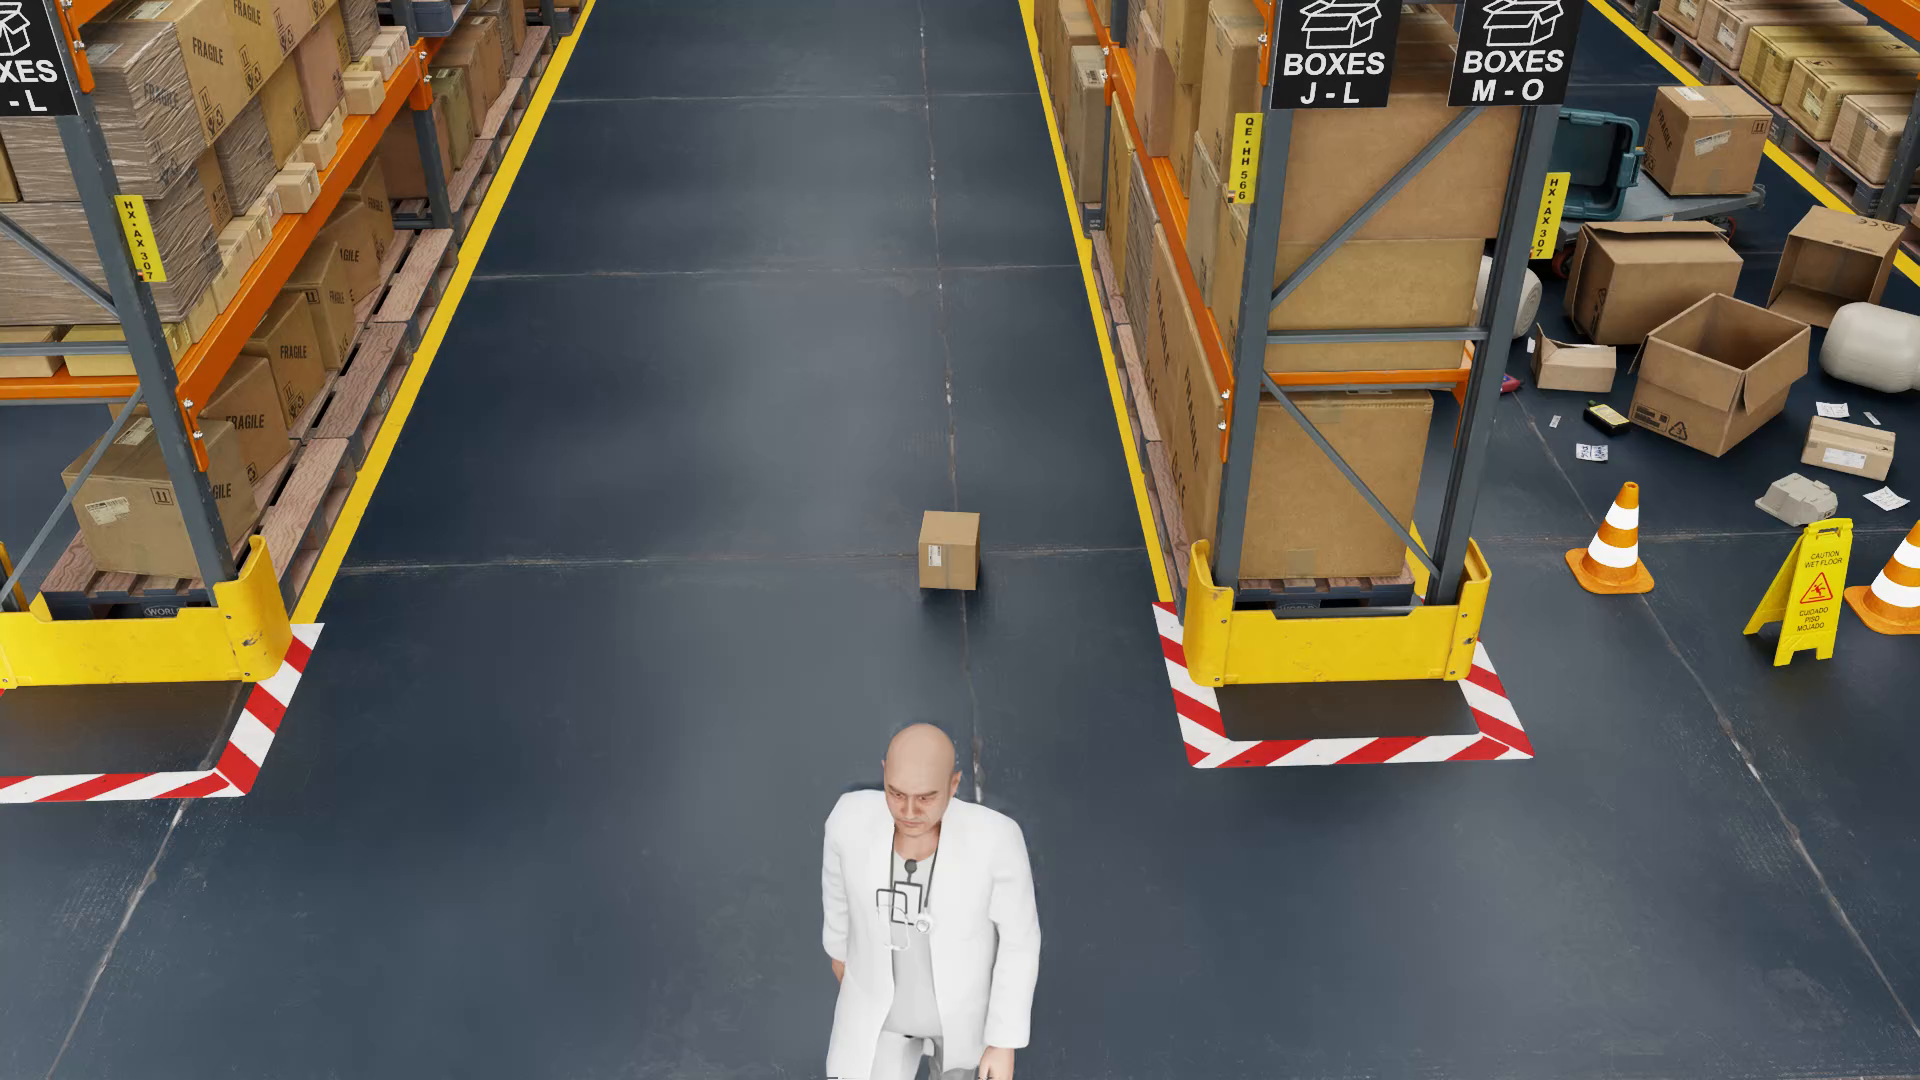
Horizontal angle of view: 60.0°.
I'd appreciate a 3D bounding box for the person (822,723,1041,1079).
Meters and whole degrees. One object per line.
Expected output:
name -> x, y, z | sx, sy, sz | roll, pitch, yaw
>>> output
person -> -0.105, 1.245, 4.335 | 0.607, 1.727, 1.096 | 4, 35, 6
